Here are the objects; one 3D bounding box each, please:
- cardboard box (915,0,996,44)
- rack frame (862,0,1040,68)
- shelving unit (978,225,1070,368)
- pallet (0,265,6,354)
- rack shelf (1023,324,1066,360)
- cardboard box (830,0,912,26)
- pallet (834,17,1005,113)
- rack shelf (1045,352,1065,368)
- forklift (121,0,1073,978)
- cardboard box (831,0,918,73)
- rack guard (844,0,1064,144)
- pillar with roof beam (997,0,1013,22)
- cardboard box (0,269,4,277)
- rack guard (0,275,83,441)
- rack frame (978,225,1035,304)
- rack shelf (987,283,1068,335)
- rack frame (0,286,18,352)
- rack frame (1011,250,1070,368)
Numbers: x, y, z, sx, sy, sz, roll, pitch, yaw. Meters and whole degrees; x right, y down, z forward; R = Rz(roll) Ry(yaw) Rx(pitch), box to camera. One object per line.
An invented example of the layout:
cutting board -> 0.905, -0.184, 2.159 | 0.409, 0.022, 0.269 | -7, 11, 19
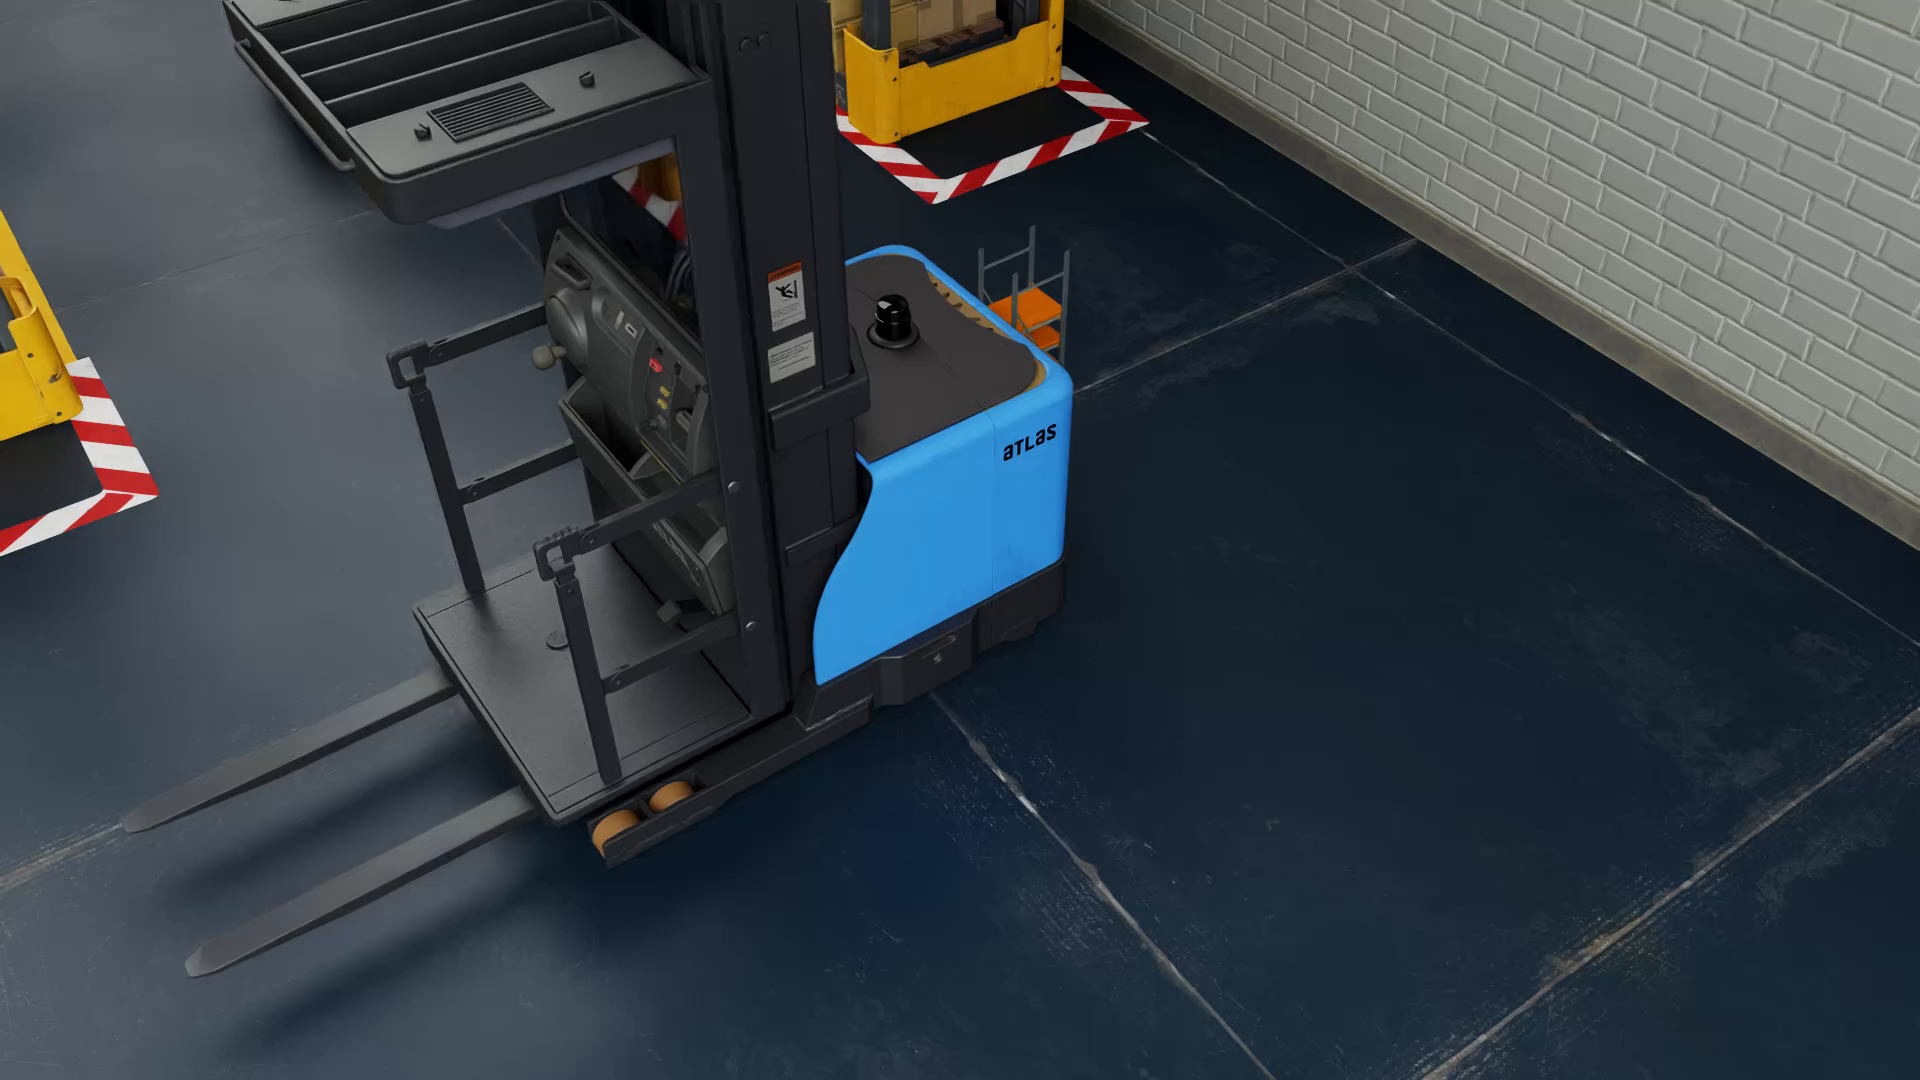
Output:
cardboard box -> -0.153, -2.903, 8.806 | 0.500, 0.250, 0.500 | -26, 49, -24
rack frame -> -0.032, -3.390, 7.629 | 1.000, 3.000, 0.127 | -26, 49, -24
shelving unit -> 0.213, -0.529, 5.936 | 0.258, 1.200, 0.189 | -28, 50, -26
pallet -> -4.581, -0.936, 7.077 | 1.003, 0.211, 1.213 | -26, 49, -24
rack shelf -> 0.213, -0.671, 5.801 | 0.258, 0.103, 0.180 | -28, 50, -26
cardboard box -> -0.567, -2.880, 8.420 | 0.500, 0.250, 0.500 | -26, 50, -25
pallet -> -0.504, -2.798, 9.028 | 1.003, 0.211, 1.213 | -26, 49, -24
rack shelf -> 0.213, -0.584, 5.883 | 0.258, 0.103, 0.180 | -28, 50, -26
forklift -> -1.119, -0.472, 4.622 | 3.031, 2.935, 1.130 | -26, 50, -25
cardboard box -> -0.560, -2.689, 8.581 | 0.500, 0.250, 0.500 | -25, 49, -24
rack guard -> -0.018, -2.472, 8.478 | 1.175, 0.500, 0.348 | -26, 49, -24
pillar with roof beam -> -3.222, -4.610, 4.562 | 9.100, 9.000, 0.400 | -26, 49, -24
cardboard box -> -4.336, -1.151, 6.970 | 0.500, 0.250, 0.500 | -26, 49, -25
rack guard -> -4.145, -0.566, 6.481 | 1.175, 0.500, 0.348 | -26, 49, -24
rack frame -> 0.158, -0.580, 5.988 | 0.240, 1.200, 0.006 | -28, 50, -26
rack shelf -> 0.213, -0.758, 5.718 | 0.258, 0.103, 0.180 | -28, 50, -26
rack frame -> -4.101, -1.427, 5.573 | 1.000, 3.000, 0.127 | -26, 49, -24
rack frame -> 0.268, -0.479, 5.883 | 0.240, 1.200, 0.006 | -28, 50, -26
